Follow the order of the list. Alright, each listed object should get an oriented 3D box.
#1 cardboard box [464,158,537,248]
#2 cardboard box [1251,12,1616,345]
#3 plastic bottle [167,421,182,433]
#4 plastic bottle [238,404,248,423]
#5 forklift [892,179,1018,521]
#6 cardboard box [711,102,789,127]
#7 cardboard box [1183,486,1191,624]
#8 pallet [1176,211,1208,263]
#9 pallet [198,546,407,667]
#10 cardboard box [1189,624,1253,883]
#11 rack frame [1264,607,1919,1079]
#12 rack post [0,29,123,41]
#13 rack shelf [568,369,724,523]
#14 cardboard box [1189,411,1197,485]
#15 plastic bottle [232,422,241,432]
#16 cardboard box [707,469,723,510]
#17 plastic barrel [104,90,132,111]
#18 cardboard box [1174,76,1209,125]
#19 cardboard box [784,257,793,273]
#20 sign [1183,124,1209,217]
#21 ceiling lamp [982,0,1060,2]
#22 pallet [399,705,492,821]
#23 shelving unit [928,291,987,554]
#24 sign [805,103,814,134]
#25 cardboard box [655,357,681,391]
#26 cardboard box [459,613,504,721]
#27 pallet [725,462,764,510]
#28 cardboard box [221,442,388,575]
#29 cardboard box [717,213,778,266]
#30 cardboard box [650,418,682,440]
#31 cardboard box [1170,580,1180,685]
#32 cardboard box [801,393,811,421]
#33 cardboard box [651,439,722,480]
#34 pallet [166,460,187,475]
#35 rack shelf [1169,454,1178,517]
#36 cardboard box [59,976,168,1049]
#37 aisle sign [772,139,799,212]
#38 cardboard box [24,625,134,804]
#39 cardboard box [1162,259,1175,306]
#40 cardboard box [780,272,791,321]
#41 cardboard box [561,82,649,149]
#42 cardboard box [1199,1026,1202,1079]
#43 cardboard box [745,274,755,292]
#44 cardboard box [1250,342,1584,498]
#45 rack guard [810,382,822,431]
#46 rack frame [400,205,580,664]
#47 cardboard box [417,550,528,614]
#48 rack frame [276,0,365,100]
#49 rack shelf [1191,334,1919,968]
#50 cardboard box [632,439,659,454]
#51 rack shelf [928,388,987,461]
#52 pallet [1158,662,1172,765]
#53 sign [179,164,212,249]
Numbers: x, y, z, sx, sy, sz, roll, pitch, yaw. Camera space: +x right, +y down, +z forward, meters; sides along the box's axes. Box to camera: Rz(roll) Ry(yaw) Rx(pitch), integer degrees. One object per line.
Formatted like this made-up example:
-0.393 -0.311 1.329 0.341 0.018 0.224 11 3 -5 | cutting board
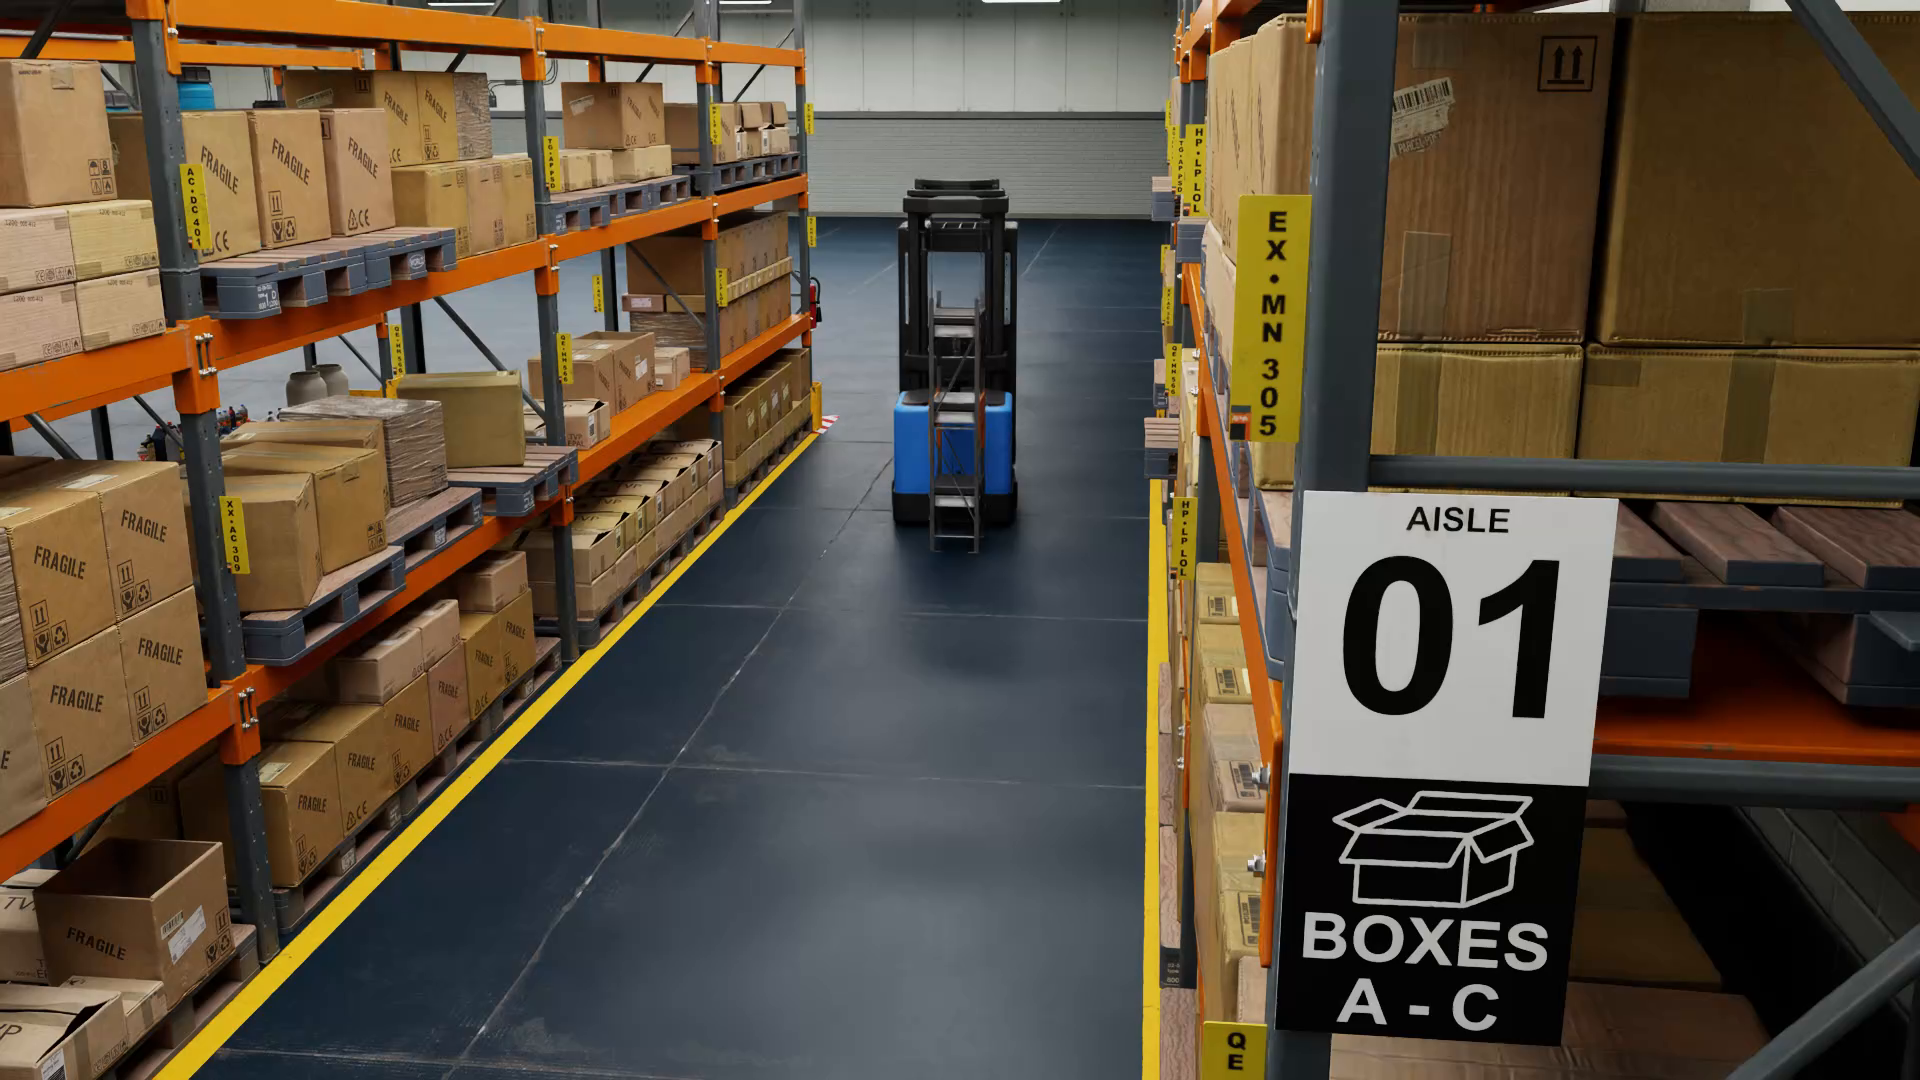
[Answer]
-3.086 -2.035 10.002 0.910 0.500 0.500 2 15 6 | cardboard box
0.761 -0.619 2.813 0.500 0.500 0.500 2 15 6 | cardboard box
-7.732 -0.996 16.330 0.144 0.351 0.185 1 15 3 | plastic bottle
-7.603 -1.308 17.638 0.097 0.271 0.097 0 15 0 | plastic bottle
-0.011 -1.906 15.597 1.130 2.935 3.031 1 15 2 | forklift
-2.236 -4.347 17.473 0.797 0.503 0.637 3 15 10 | cardboard box
1.250 0.069 7.362 0.500 0.500 0.500 2 15 7 | cardboard box
1.832 -1.696 9.302 1.213 0.211 1.003 2 15 9 | pallet
-3.323 0.274 7.771 1.003 0.211 1.213 2 15 6 | pallet
1.236 0.715 5.198 0.980 0.700 0.700 1 15 5 | cardboard box
0.950 1.567 2.619 1.000 3.000 0.127 2 15 6 | rack frame
-7.677 -4.316 12.501 1.013 1.000 3.121 2 15 6 | rack post
-2.845 -0.824 12.840 1.077 0.370 4.000 2 15 6 | rack shelf
1.324 -0.427 7.758 0.500 0.250 0.500 2 15 7 | cardboard box
-7.037 -0.967 16.225 0.144 0.351 0.185 2 15 8 | plastic bottle
-2.378 -0.449 14.540 0.500 0.250 0.500 2 15 6 | cardboard box
-7.382 -3.388 14.240 0.600 0.901 0.708 2 15 6 | plastic barrel
2.091 -3.671 14.101 0.500 0.500 0.500 0 15 1 | cardboard box
-2.021 -2.984 18.017 0.380 0.149 0.250 1 15 5 | cardboard box
0.861 -1.333 6.005 0.100 0.325 0.005 2 15 6 | sign
1.556 -15.014 41.264 2.000 3.185 0.800 2 15 6 | ceiling lamp
-3.332 1.202 9.313 1.003 0.211 1.213 2 15 6 | pallet
-0.019 -0.971 13.729 0.431 2.100 0.503 2 15 6 | shelving unit
-1.630 -4.545 17.932 0.100 0.325 0.005 2 15 6 | sign
-2.536 -1.392 13.819 0.396 0.266 0.258 1 15 5 | cardboard box
-3.001 0.726 9.678 0.500 0.500 0.500 1 15 4 | cardboard box
-2.487 -0.549 15.787 1.003 0.211 1.213 2 15 6 | pallet
-3.231 -0.162 8.020 0.700 0.500 0.500 4 16 15 | cardboard box
-2.293 -3.131 17.317 0.700 0.500 0.500 1 15 5 | cardboard box
-2.716 -1.183 15.818 0.500 0.500 0.500 2 15 6 | cardboard box
1.639 0.514 9.827 0.750 0.750 0.750 1 15 6 | cardboard box
-1.934 -1.455 18.259 0.500 0.250 0.500 2 15 6 | cardboard box
-2.380 -0.722 14.476 0.500 0.311 0.500 2 15 6 | cardboard box
-7.423 -0.664 16.212 1.003 0.211 1.213 2 15 6 | pallet
2.078 -0.679 12.304 1.077 0.370 4.000 2 15 6 | rack shelf
-3.287 1.804 6.363 0.380 0.149 0.250 2 15 6 | cardboard box
-1.868 -3.991 18.193 0.394 0.787 0.004 2 15 6 | aisle sign
-3.380 0.608 5.976 0.500 0.500 0.500 2 15 8 | cardboard box
2.272 -2.505 16.492 0.500 0.500 0.500 1 15 4 | cardboard box
-2.233 -2.655 18.042 0.700 0.500 0.500 2 15 6 | cardboard box
-2.769 -3.323 13.004 0.500 0.500 0.500 3 15 12 | cardboard box
0.936 1.631 5.127 0.380 0.149 0.250 1 15 5 | cardboard box
-2.225 -2.517 16.290 0.380 0.149 0.250 2 15 6 | cardboard box
0.769 -0.257 2.910 0.500 0.250 0.500 2 15 8 | cardboard box
-2.165 -1.527 18.851 1.175 0.500 0.348 2 15 6 | rack guard
-3.070 -0.652 10.828 1.000 3.000 0.127 2 15 6 | rack frame
-2.945 0.244 10.022 0.500 0.250 0.500 2 15 8 | cardboard box
-7.089 -5.770 18.262 1.000 3.000 0.127 2 15 6 | rack frame
1.175 -0.052 4.240 1.077 0.370 4.000 2 15 6 | rack shelf
-2.913 -0.736 14.527 0.500 0.311 0.500 2 15 6 | cardboard box
-0.019 -0.957 13.733 0.431 0.518 0.480 2 15 6 | rack shelf
1.688 1.041 9.908 1.003 0.211 1.213 2 15 6 | pallet
-2.981 -1.299 6.481 0.100 0.325 0.005 2 15 6 | sign
